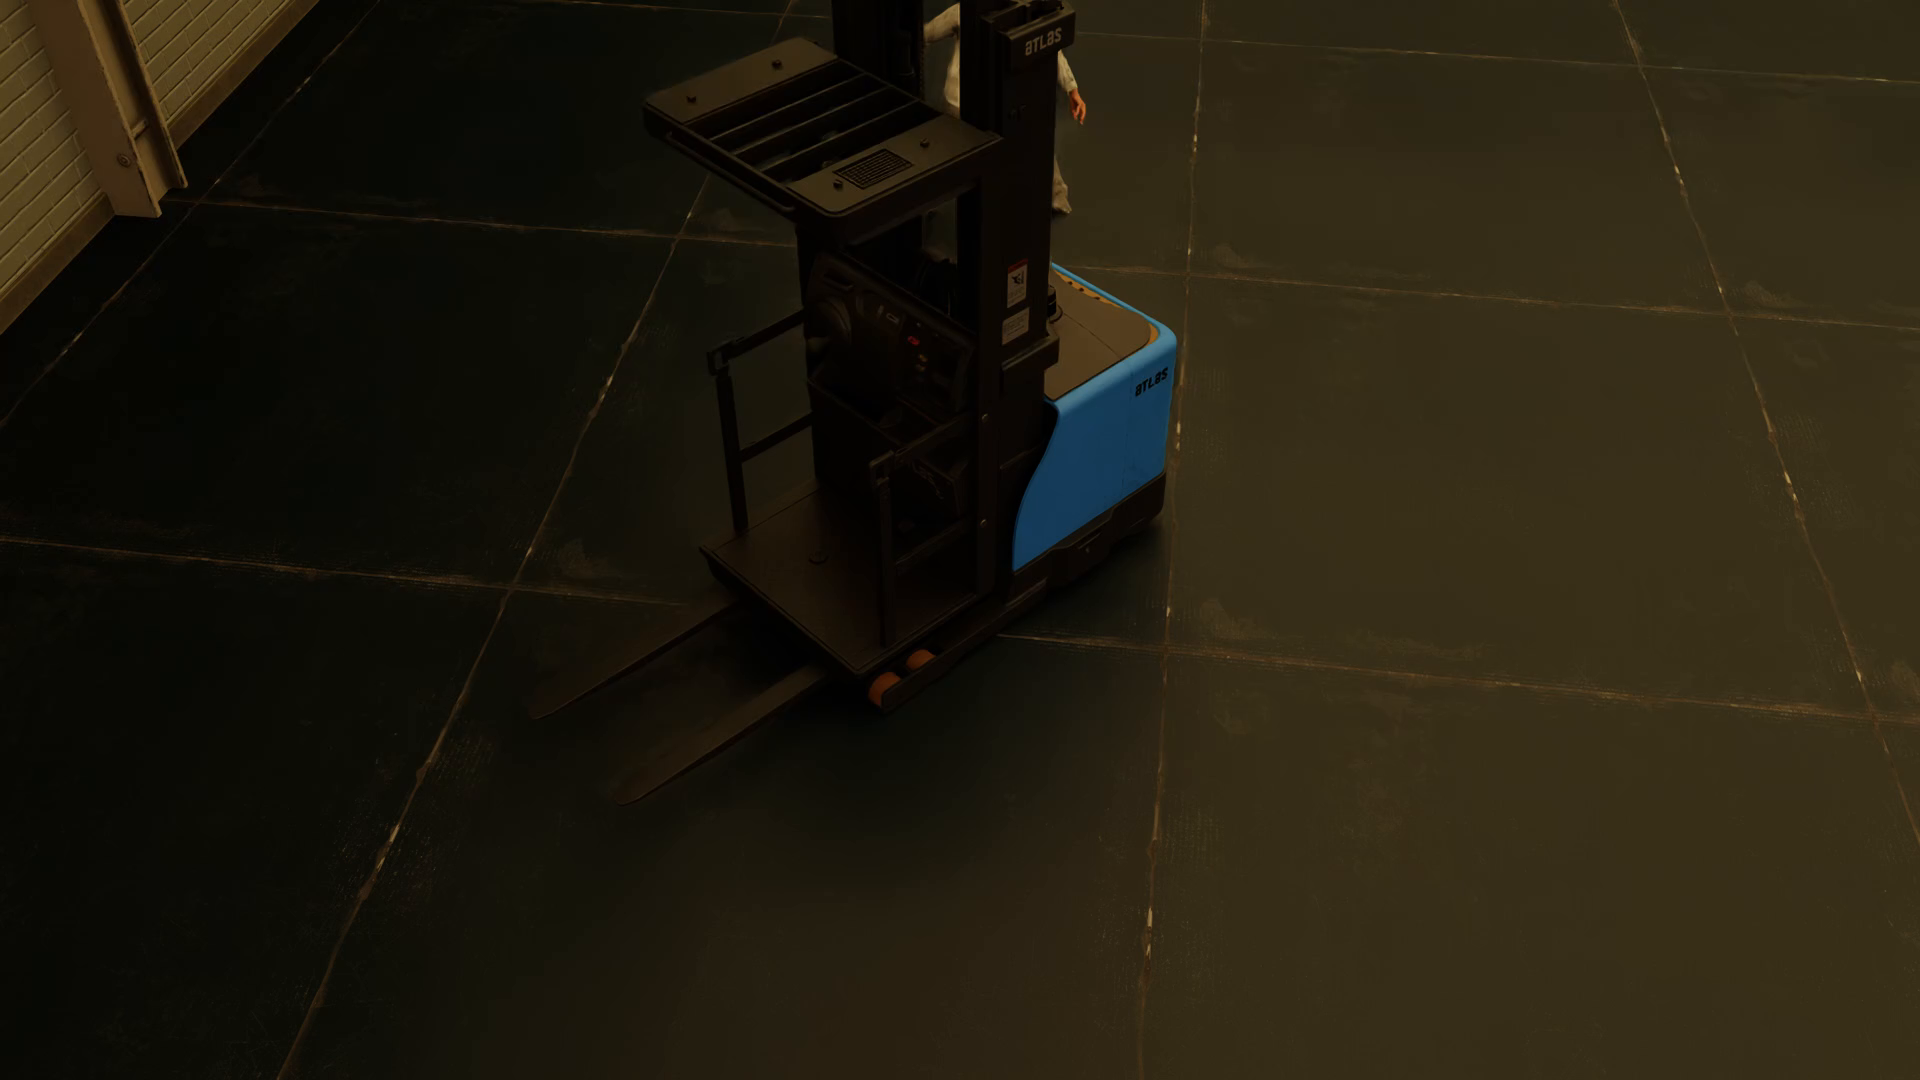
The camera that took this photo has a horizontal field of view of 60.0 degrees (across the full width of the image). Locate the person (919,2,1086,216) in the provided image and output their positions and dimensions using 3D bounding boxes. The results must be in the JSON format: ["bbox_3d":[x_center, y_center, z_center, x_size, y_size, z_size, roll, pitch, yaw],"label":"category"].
[{"bbox_3d":[0.212,-2.529,9.536,1.038,1.723,0.575,4,43,4],"label":"person"}]

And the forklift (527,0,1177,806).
[{"bbox_3d":[-0.445,-0.752,6.543,3.031,2.935,1.130,-33,52,-30],"label":"forklift"}]
